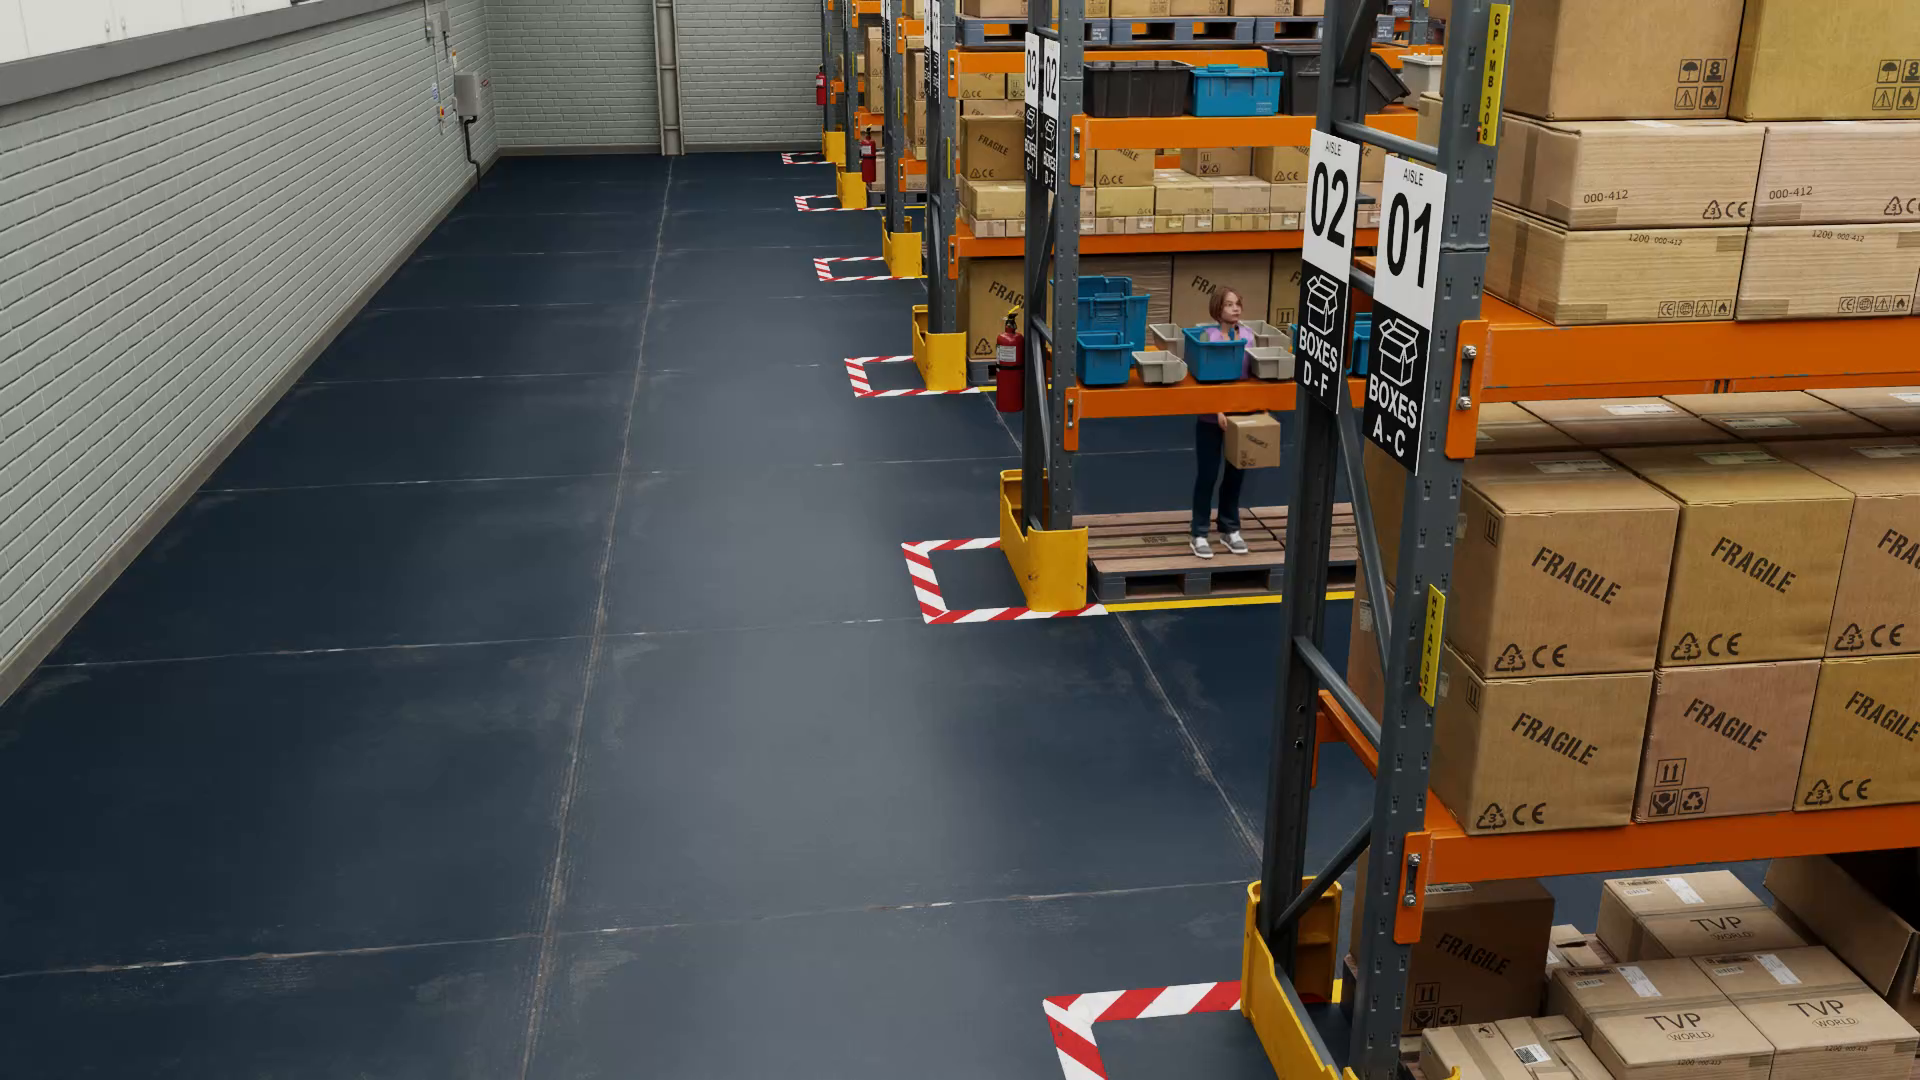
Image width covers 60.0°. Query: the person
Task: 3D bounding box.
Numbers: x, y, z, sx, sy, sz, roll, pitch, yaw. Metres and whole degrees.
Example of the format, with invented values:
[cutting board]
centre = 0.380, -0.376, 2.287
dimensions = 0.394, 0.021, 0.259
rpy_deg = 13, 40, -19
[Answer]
[person]
centre = 1.595, -0.678, 9.821
dimensions = 0.397, 1.582, 0.549
rpy_deg = -5, 21, -13
